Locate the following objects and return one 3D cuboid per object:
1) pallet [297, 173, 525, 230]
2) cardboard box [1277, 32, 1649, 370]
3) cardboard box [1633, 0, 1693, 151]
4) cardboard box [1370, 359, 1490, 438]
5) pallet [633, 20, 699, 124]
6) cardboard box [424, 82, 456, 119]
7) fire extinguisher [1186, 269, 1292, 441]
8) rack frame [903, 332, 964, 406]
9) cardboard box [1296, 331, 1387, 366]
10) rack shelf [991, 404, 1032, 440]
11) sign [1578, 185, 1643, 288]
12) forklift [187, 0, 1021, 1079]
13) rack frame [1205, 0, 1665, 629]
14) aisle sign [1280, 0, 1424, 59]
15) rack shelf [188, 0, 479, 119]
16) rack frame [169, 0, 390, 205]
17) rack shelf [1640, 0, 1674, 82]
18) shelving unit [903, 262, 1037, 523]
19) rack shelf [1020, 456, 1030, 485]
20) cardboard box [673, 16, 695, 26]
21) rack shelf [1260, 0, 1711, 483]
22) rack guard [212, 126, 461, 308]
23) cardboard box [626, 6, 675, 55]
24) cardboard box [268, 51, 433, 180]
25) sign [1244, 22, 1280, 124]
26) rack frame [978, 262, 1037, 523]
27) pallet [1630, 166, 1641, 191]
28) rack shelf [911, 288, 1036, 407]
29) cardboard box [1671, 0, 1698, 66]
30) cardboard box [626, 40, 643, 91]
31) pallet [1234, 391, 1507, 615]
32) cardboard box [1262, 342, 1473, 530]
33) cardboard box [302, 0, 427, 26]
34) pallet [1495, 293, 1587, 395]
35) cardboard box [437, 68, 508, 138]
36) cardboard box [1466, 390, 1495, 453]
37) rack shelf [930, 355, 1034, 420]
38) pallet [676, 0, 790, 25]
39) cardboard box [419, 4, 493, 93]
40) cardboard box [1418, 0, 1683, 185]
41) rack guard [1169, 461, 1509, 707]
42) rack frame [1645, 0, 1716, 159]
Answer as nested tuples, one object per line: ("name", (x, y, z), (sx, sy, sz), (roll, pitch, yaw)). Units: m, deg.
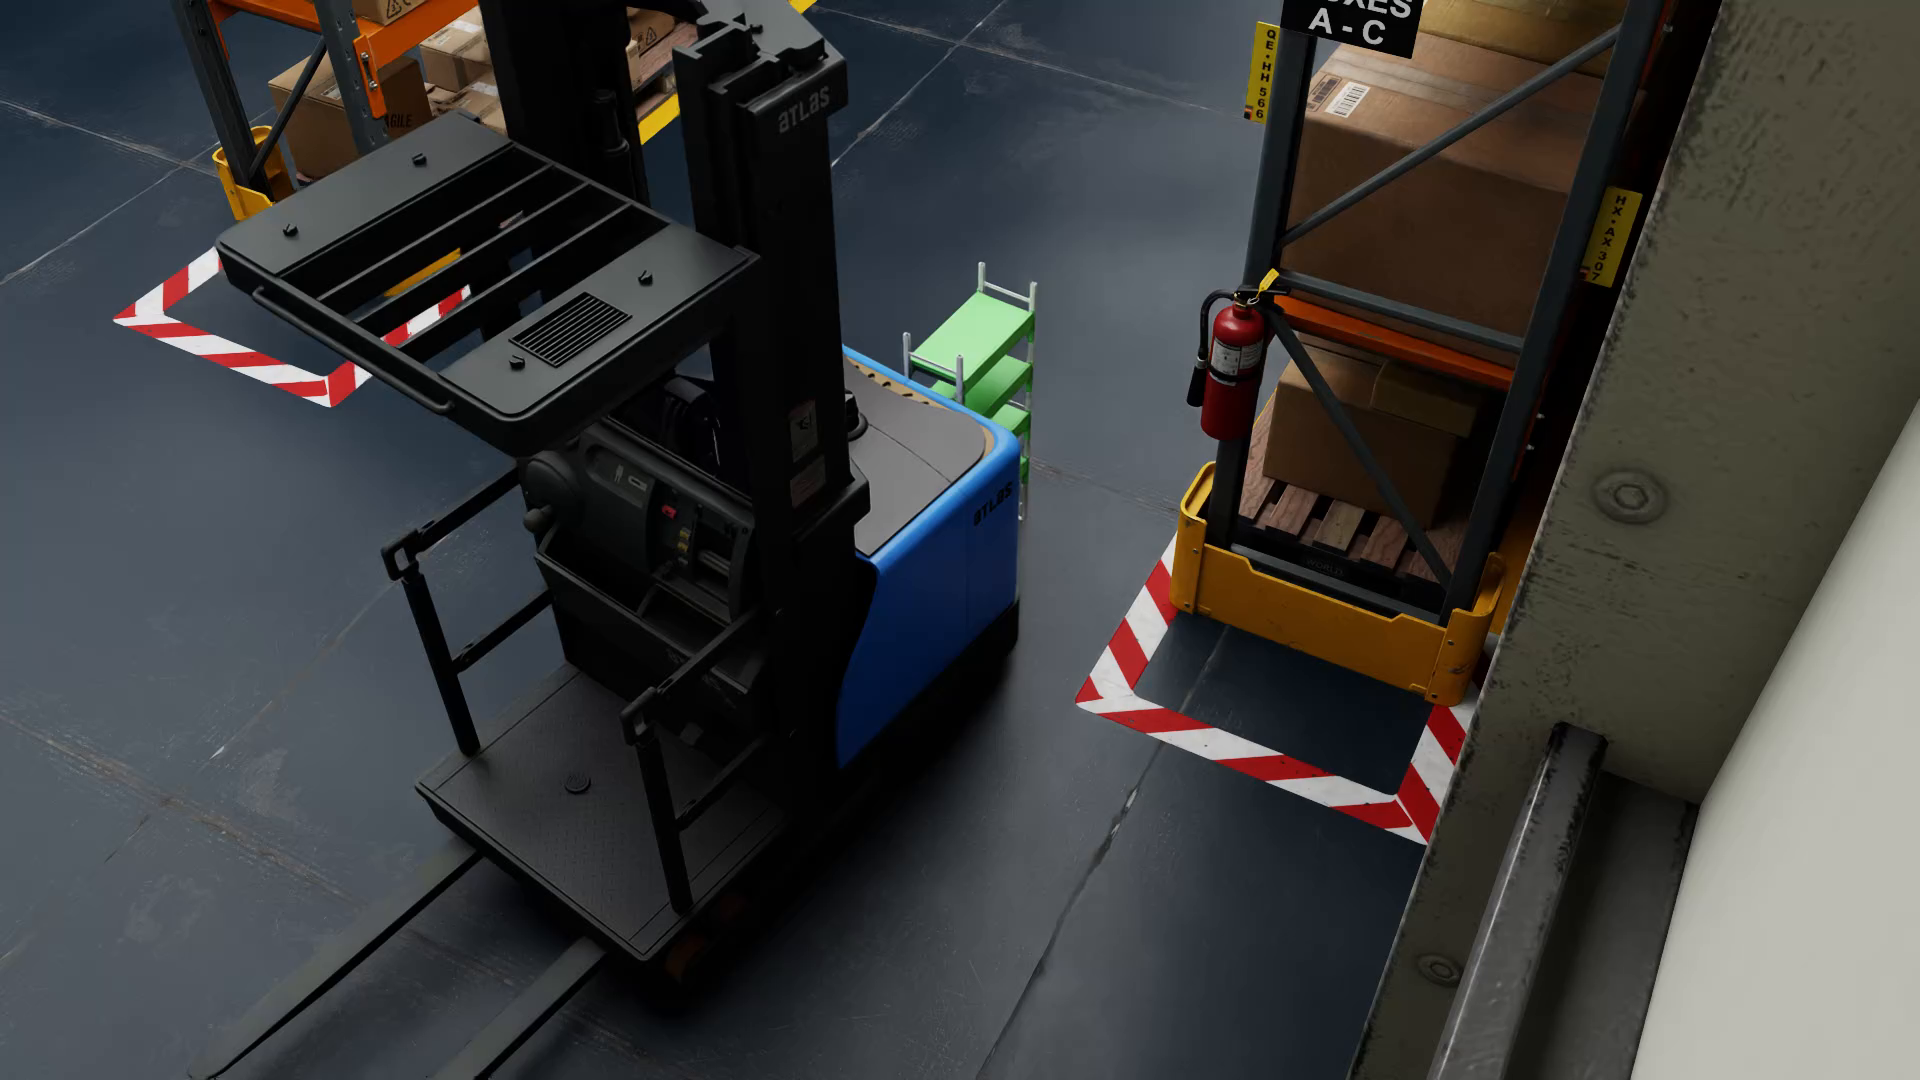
("pallet", (-2.580, -1.940, 8.520), (1.003, 0.211, 1.213), (20, 49, 19))
("cardboard box", (1.633, -1.167, 5.584), (0.980, 0.700, 0.700), (23, 50, 21))
("cardboard box", (2.323, -2.106, 6.512), (0.980, 0.700, 0.700), (18, 48, 17))
("cardboard box", (1.760, -0.563, 6.204), (0.380, 0.149, 0.250), (21, 49, 19))
("pallet", (-2.013, -2.706, 9.276), (1.003, 0.211, 1.213), (20, 49, 19))
("cardboard box", (-2.683, -2.178, 8.477), (0.380, 0.166, 0.250), (20, 49, 19))
("fire extinguisher", (0.926, -0.636, 5.586), (0.296, 0.674, 0.183), (20, 49, 19))
("rack frame", (-0.093, -0.250, 6.154), (0.240, 1.200, 0.015), (25, 50, 22))
("cardboard box", (1.539, -0.849, 6.486), (0.380, 0.149, 0.250), (20, 49, 19))
("rack shelf", (0.040, -0.351, 6.343), (0.258, 0.148, 0.480), (25, 50, 22))
("sign", (1.894, -0.882, 4.849), (0.100, 0.325, 0.005), (20, 49, 19))
("forklift", (-1.082, -0.011, 4.700), (1.130, 2.935, 3.031), (29, 52, 26))
("rack frame", (1.405, -0.737, 5.370), (1.000, 3.000, 0.127), (20, 49, 19))
("aisle sign", (1.106, -1.705, 4.498), (0.394, 0.787, 0.004), (20, 49, 19))
("rack shelf", (-2.056, -3.377, 8.485), (1.077, 0.370, 4.000), (20, 49, 19))
("rack frame", (-2.985, -2.370, 6.984), (1.000, 3.000, 0.127), (20, 49, 19))
("rack shelf", (2.333, -2.799, 5.804), (1.077, 0.370, 4.000), (20, 49, 19))
("shelving unit", (0.040, -0.396, 6.298), (0.258, 1.200, 0.503), (25, 50, 22))
("rack shelf", (0.040, -0.182, 6.514), (0.258, 0.148, 0.480), (25, 50, 22))
("cardboard box", (-1.489, -3.175, 9.360), (0.500, 0.311, 0.500), (20, 49, 19))
("rack shelf", (2.333, -1.744, 6.871), (1.077, 0.370, 4.000), (20, 49, 19))
("rack guard", (-2.949, -1.539, 7.920), (1.175, 0.500, 0.348), (20, 49, 19))
("cardboard box", (-1.995, -2.982, 9.034), (0.797, 0.503, 0.637), (20, 49, 19))
("cardboard box", (-2.950, -2.070, 8.135), (0.500, 0.500, 0.500), (20, 49, 19))
("sign", (0.931, -1.415, 5.059), (0.100, 0.325, 0.005), (20, 49, 19))
("rack frame", (0.172, -0.542, 6.442), (0.240, 1.200, 0.015), (25, 50, 22))
("pallet", (2.839, -1.824, 8.404), (1.003, 0.211, 1.213), (20, 49, 19))
("rack shelf", (0.040, -0.688, 6.002), (0.258, 0.148, 0.480), (25, 50, 22))
("cardboard box", (2.652, -2.568, 6.968), (0.980, 0.700, 0.700), (19, 48, 18))
("cardboard box", (-2.017, -2.437, 8.674), (0.500, 0.250, 0.500), (20, 49, 19))
("pallet", (1.707, -0.286, 6.885), (1.003, 0.211, 1.213), (20, 49, 19))
("cardboard box", (1.641, -0.480, 6.578), (0.700, 0.500, 0.500), (20, 49, 19))
("cardboard box", (-2.545, -2.598, 7.138), (0.500, 0.500, 0.500), (21, 49, 20))
("pallet", (2.274, -1.052, 7.641), (1.003, 0.211, 1.213), (20, 49, 19))
("cardboard box", (-2.249, -2.122, 8.362), (0.500, 0.250, 0.500), (20, 49, 19))
("cardboard box", (1.873, -0.795, 6.889), (0.700, 0.500, 0.500), (20, 49, 19))
("rack shelf", (0.040, -0.520, 6.172), (0.258, 0.148, 0.480), (25, 50, 22))
("pallet", (-1.447, -3.478, 10.039), (1.003, 0.211, 1.213), (20, 49, 19))
("cardboard box", (-2.483, -2.571, 8.806), (0.500, 0.250, 0.500), (20, 49, 19))
("cardboard box", (1.961, -1.629, 6.040), (0.980, 0.700, 0.700), (20, 49, 19))
("rack guard", (1.394, 0.157, 6.244), (1.175, 0.500, 0.348), (20, 49, 19))
("rack frame", (3.262, -3.257, 7.860), (1.000, 3.000, 0.127), (20, 49, 19))
